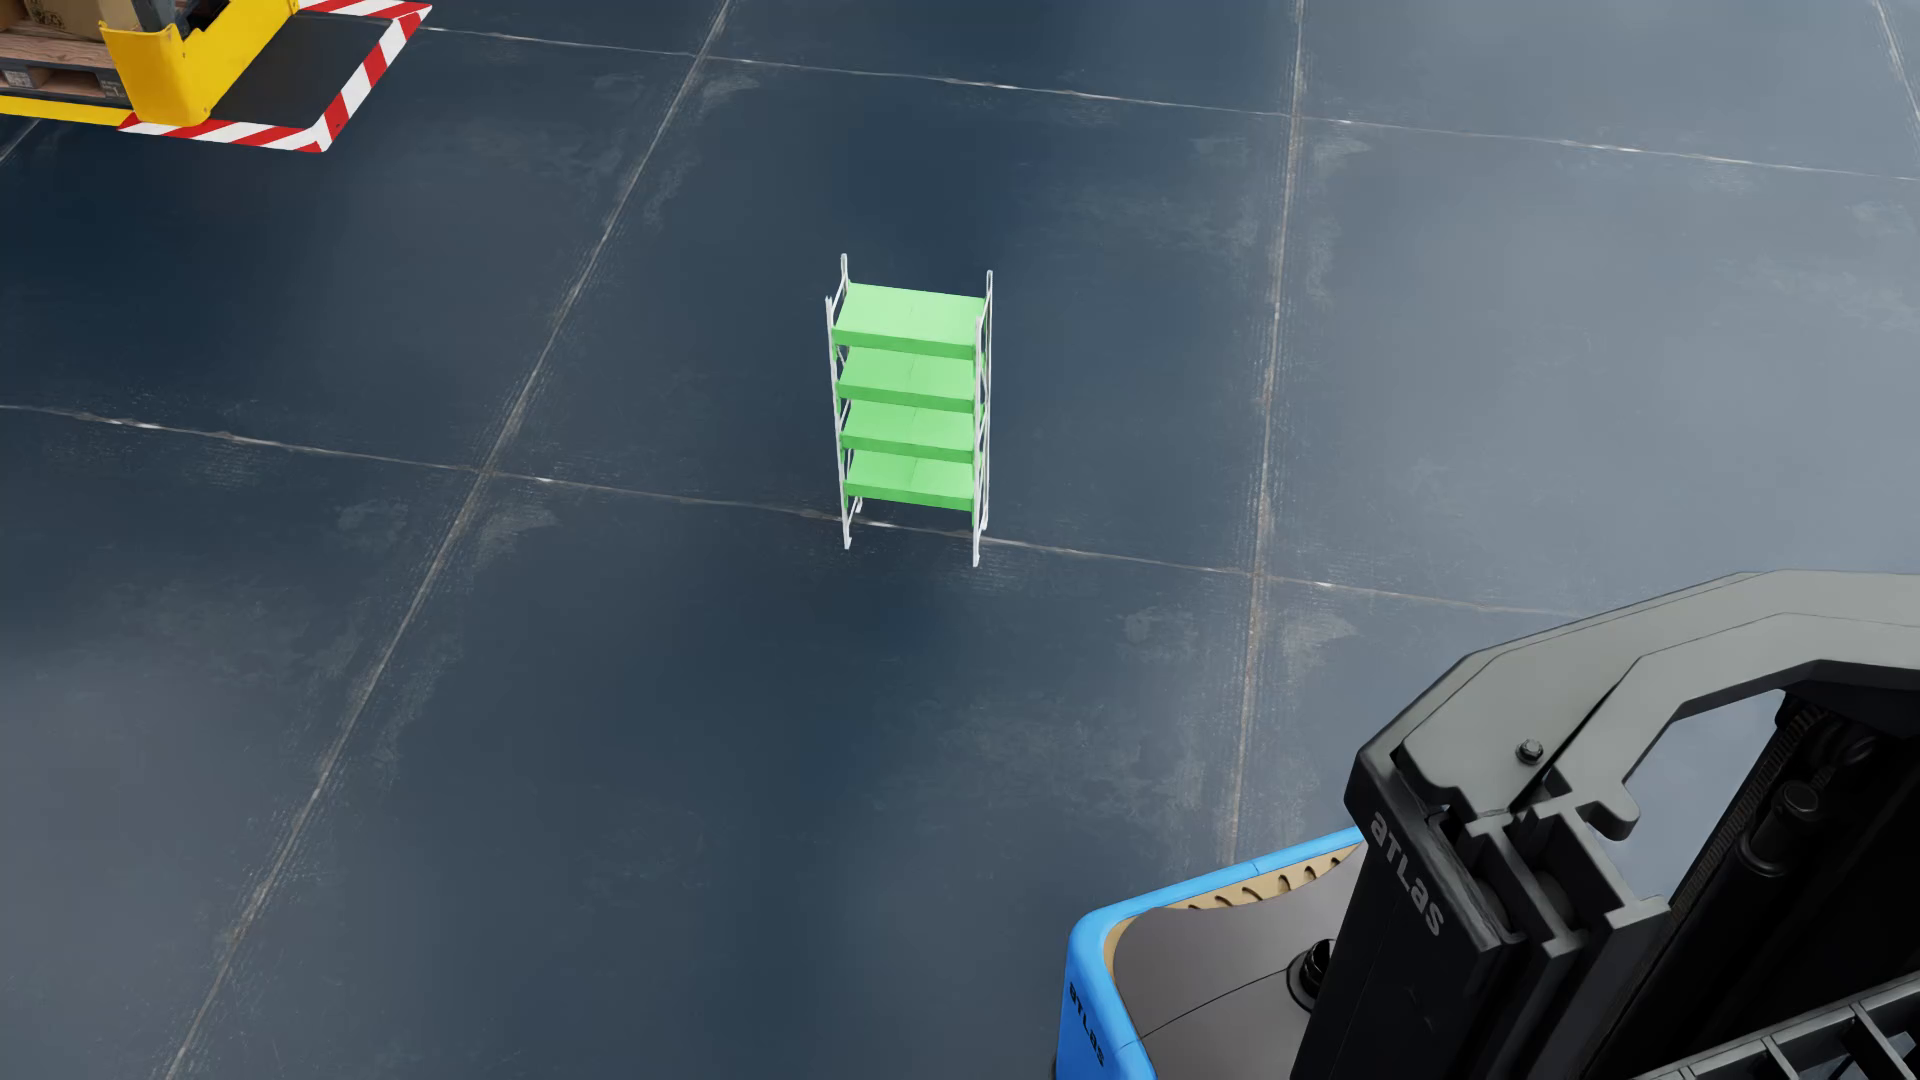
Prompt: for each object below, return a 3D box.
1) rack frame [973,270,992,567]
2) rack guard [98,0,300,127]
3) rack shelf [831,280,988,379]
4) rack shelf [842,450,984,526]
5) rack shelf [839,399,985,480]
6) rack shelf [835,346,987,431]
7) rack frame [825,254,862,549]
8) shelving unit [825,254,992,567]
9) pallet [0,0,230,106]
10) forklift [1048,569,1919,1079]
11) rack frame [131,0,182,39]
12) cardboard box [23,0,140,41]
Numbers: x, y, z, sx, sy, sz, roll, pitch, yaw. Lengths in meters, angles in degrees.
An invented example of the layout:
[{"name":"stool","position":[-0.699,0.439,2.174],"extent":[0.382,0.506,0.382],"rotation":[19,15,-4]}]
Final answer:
[{"name":"rack frame","position":[0.077,-0.391,5.794],"extent":[0.015,1.200,0.240],"rotation":[8,49,7]},{"name":"rack guard","position":[-3.748,-2.608,8.257],"extent":[0.348,0.500,1.175],"rotation":[8,49,7]},{"name":"rack shelf","position":[-0.163,-0.701,5.514],"extent":[0.480,0.148,0.258],"rotation":[8,49,7]},{"name":"rack shelf","position":[-0.163,-0.220,6.049],"extent":[0.480,0.148,0.258],"rotation":[8,49,7]},{"name":"rack shelf","position":[-0.163,-0.380,5.871],"extent":[0.480,0.148,0.258],"rotation":[8,49,7]},{"name":"rack shelf","position":[-0.163,-0.541,5.692],"extent":[0.480,0.148,0.258],"rotation":[8,49,7]},{"name":"rack frame","position":[-0.403,-0.455,5.852],"extent":[0.015,1.200,0.240],"rotation":[8,49,7]},{"name":"shelving unit","position":[-0.163,-0.423,5.823],"extent":[0.503,1.200,0.258],"rotation":[8,49,7]},{"name":"pallet","position":[-4.541,-2.645,8.484],"extent":[1.213,0.211,1.003],"rotation":[8,49,7]},{"name":"forklift","position":[1.214,1.565,2.873],"extent":[1.130,2.935,3.031],"rotation":[-15,50,-13]},{"name":"rack frame","position":[-3.673,-3.433,7.318],"extent":[0.127,3.000,1.000],"rotation":[8,49,7]},{"name":"cardboard box","position":[-4.285,-2.833,8.177],"extent":[0.500,0.500,0.500],"rotation":[16,50,14]}]
